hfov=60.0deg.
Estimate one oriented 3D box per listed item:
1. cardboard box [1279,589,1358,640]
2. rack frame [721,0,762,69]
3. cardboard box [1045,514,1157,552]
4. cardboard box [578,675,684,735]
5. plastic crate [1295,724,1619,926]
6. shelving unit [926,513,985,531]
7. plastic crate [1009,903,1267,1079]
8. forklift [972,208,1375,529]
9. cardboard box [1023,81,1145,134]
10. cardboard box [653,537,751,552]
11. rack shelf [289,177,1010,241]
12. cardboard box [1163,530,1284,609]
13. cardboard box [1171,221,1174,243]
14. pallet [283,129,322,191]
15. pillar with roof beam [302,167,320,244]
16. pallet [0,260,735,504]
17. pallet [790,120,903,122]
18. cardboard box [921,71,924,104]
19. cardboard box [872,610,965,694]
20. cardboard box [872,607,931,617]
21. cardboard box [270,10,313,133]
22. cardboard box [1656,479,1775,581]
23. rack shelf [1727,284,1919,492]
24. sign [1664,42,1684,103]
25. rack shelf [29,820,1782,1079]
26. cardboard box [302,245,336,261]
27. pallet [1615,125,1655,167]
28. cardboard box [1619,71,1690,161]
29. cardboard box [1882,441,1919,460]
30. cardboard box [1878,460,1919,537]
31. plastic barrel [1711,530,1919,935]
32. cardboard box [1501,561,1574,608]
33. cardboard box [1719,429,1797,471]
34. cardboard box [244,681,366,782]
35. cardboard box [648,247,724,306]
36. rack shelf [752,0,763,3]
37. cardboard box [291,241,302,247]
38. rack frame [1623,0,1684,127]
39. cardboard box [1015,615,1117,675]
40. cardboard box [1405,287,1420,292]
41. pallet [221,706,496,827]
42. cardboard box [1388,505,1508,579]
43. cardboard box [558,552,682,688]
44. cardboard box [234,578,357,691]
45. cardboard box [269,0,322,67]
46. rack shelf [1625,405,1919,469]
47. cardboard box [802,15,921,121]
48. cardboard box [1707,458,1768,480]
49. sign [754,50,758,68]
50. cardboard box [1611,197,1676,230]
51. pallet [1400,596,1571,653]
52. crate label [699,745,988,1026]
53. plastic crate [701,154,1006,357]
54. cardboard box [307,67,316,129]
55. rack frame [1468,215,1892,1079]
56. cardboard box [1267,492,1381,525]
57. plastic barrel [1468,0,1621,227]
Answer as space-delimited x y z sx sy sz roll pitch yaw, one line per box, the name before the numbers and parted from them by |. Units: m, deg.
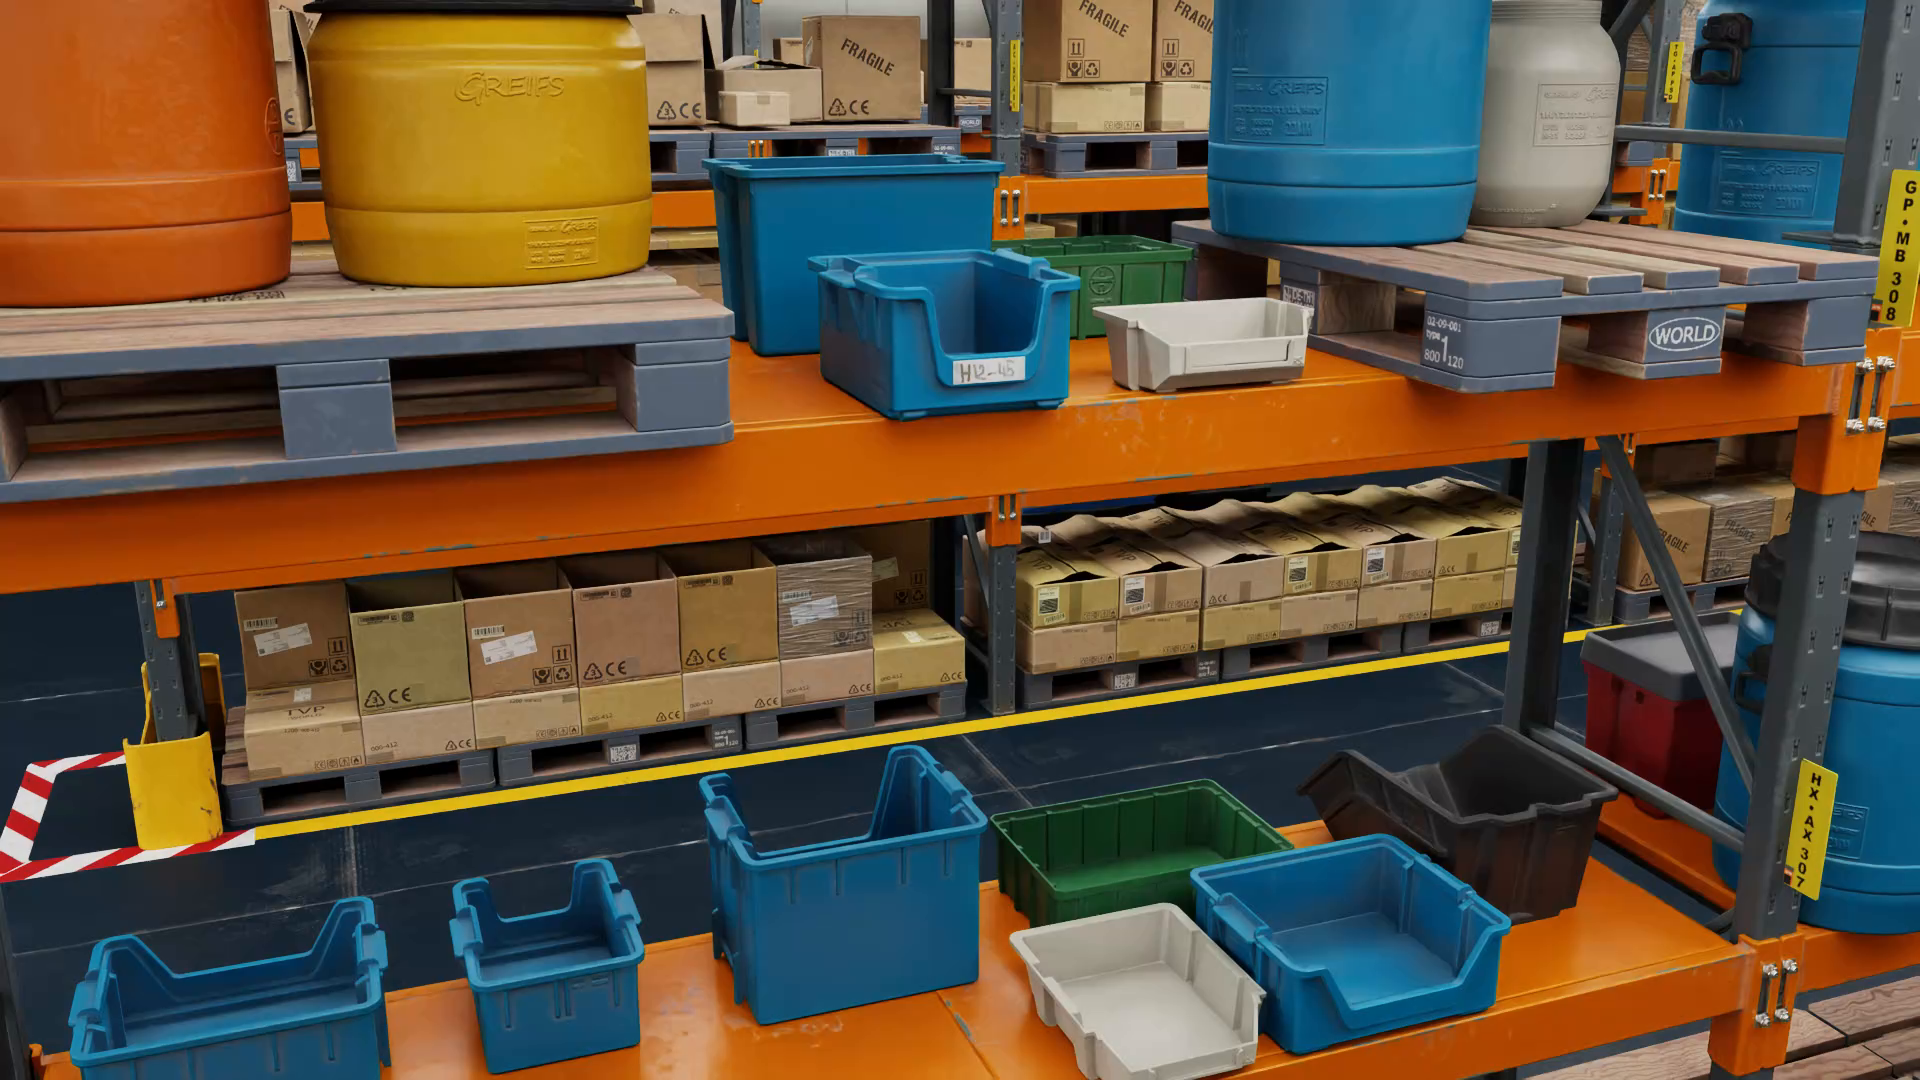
cardboard box | 1.962 0.357 9.693 0.500 0.250 0.500 -6 17 -19
rack frame | -1.715 -4.811 12.511 0.127 3.000 1.000 -6 17 -20
cardboard box | 0.820 0.049 9.749 0.500 0.311 0.500 -6 17 -19
cardboard box | -1.693 0.745 8.373 0.500 0.250 0.500 -6 17 -20
plastic crate | 1.295 0.723 4.423 0.504 0.338 0.767 -6 17 -20
shelving unit | -0.046 -0.573 11.921 0.503 1.200 0.258 -6 17 -18
plastic crate | 0.404 1.031 3.733 0.437 0.136 0.530 -6 17 -20
forklift | 1.654 -1.553 12.184 3.031 2.935 1.130 -6 17 -18
cardboard box | 0.639 -2.258 8.662 0.500 0.250 0.500 -4 17 -14
cardboard box | -1.418 0.193 8.920 0.500 0.500 0.500 -6 17 -20
rack shelf | -1.807 -1.522 7.911 4.000 0.370 1.077 -6 17 -20
cardboard box | 1.488 0.141 9.433 0.500 0.311 0.500 -7 18 -22
cardboard box | 1.584 -2.545 14.483 0.500 0.500 0.700 -8 18 -27
pallet | -3.005 -1.688 7.355 1.213 0.211 1.003 -6 17 -20
pillar with roof beam | -3.566 -3.573 8.296 0.400 9.000 9.100 -6 17 -20
pallet | -1.098 -0.329 2.907 1.213 0.211 1.003 -6 17 -20
pallet | -1.101 -3.316 13.077 1.003 0.211 1.213 -6 17 -20
cardboard box | -0.601 -3.627 13.215 0.500 0.311 0.500 -6 17 -18
cardboard box | -0.294 0.592 8.893 0.500 0.250 0.500 -6 17 -20
cardboard box | -0.481 0.455 9.360 0.500 0.250 0.500 -6 17 -20
cardboard box | -3.136 -2.041 7.223 0.637 0.503 0.797 -5 17 -16
cardboard box | 4.810 -0.070 10.668 0.500 0.500 0.500 -7 18 -22
rack shelf | 3.697 -0.622 4.845 4.000 0.370 1.077 -6 17 -20
sign | 3.987 -2.612 9.286 0.005 0.325 0.100 -6 17 -20
rack shelf | -0.038 1.221 3.895 4.000 0.370 1.077 -6 17 -20
cardboard box | -4.432 -1.843 11.951 0.500 0.500 0.500 -6 17 -20
pallet | 3.194 -2.290 9.584 1.003 0.211 1.213 -5 17 -18
cardboard box | 4.191 -2.573 10.036 0.500 0.500 0.910 -6 17 -20
cardboard box | 6.498 -0.407 11.815 0.500 0.500 0.500 -6 17 -19
cardboard box | 6.240 -0.225 11.196 0.500 0.500 0.500 -6 17 -19
plastic barrel | 2.299 0.474 4.271 0.708 0.901 0.600 -6 17 -20
cardboard box | 3.392 0.202 10.222 0.500 0.250 0.500 -6 17 -19
cardboard box | 5.590 -0.672 11.387 0.500 0.250 0.500 -7 18 -21
cardboard box | -3.094 0.896 7.859 0.500 0.250 0.500 -6 17 -20
cardboard box | -1.291 -1.152 8.219 0.500 0.500 0.700 -6 17 -20
rack shelf | 0.152 -4.476 13.355 4.000 0.370 1.077 -6 17 -20
cardboard box | -5.087 -1.930 12.248 0.500 0.500 0.500 -6 18 -21
rack frame | 3.796 -3.912 9.447 0.127 3.000 1.000 -6 17 -20
cardboard box | 0.526 0.512 9.164 0.500 0.250 0.500 -7 18 -21
cardboard box | 4.086 -2.380 15.288 0.250 0.149 0.380 -6 17 -18
pallet | -2.975 1.023 8.239 1.213 0.211 1.003 -6 17 -20
cardboard box | 2.912 -0.013 9.957 0.500 0.311 0.500 -6 18 -21
cardboard box | -1.693 0.385 8.266 0.500 0.500 0.500 -6 17 -20
cardboard box | -3.280 0.399 8.219 0.500 0.500 0.500 -6 17 -20
cardboard box | -4.518 -3.518 11.444 0.500 0.500 0.500 -6 18 -21
rack shelf | 5.663 -0.890 11.081 4.000 0.370 1.077 -6 17 -20
cardboard box | -0.504 -2.404 8.467 0.500 0.500 0.500 -5 17 -16
cardboard box | 5.068 -0.253 11.292 0.500 0.500 0.500 -7 18 -22
sign | -1.514 -3.478 12.377 0.005 0.325 0.100 -6 17 -20
cardboard box | 6.951 -3.006 16.478 0.700 0.700 0.980 -7 18 -21
pallet | 3.013 0.378 10.438 1.213 0.211 1.003 -6 17 -20
crate label | -0.284 0.803 3.976 0.616 0.435 0.502 -6 17 -20
plastic crate | -0.233 -0.626 3.611 0.575 0.384 0.392 -6 17 -20
cardboard box | -4.535 -3.039 11.587 0.500 0.500 0.500 -5 17 -16
rack frame | 1.830 0.674 4.480 0.127 3.000 1.000 -6 17 -20
cardboard box | 2.237 -0.103 10.264 0.500 0.311 0.500 -7 18 -22
plastic barrel | 1.357 -1.029 4.011 0.421 0.512 0.421 0 16 0
